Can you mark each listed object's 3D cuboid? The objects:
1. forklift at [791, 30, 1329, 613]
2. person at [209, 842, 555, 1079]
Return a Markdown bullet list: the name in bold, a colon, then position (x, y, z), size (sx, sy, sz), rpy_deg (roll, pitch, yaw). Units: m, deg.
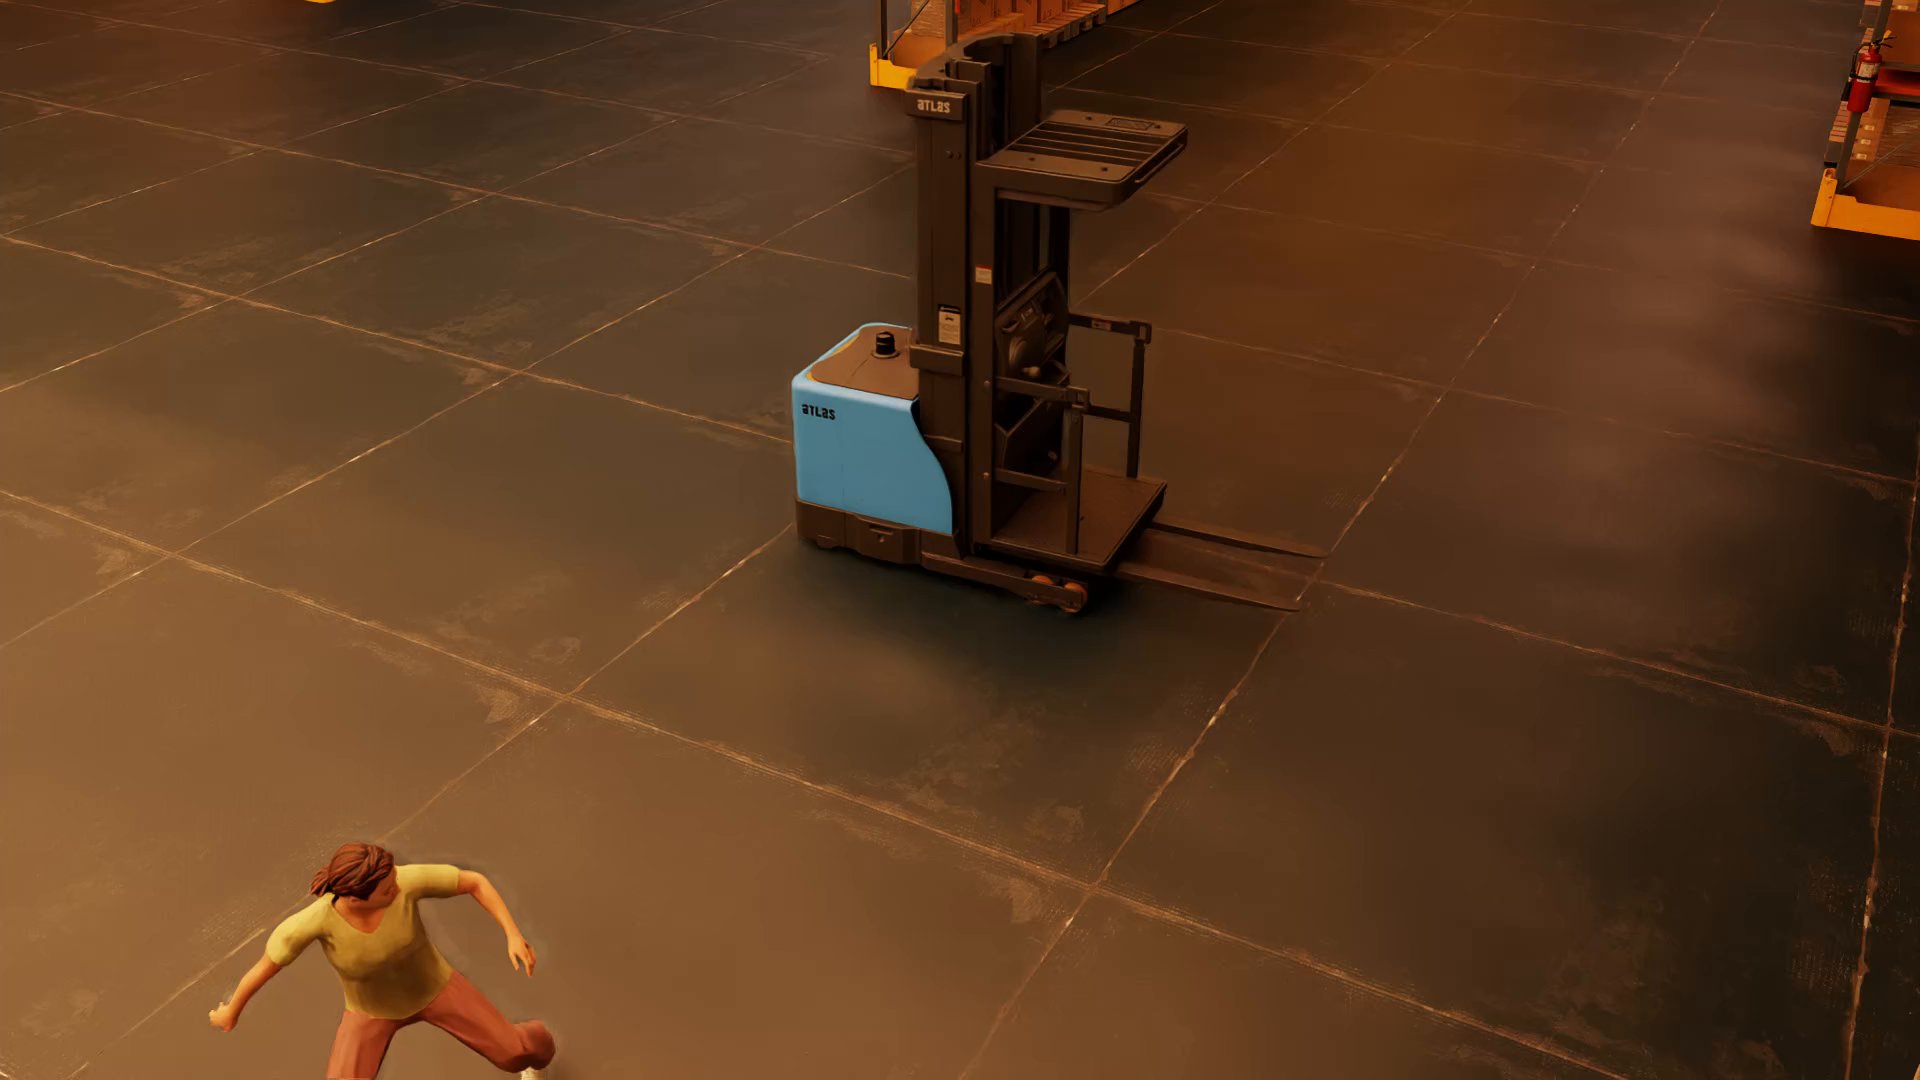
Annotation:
- **forklift**: position (0.579, -1.165, 9.088), size (3.031, 2.935, 1.130), rpy_deg (13, 32, 21)
- **person**: position (-1.983, 1.625, 5.739), size (1.096, 1.581, 0.541), rpy_deg (-13, 32, -21)
